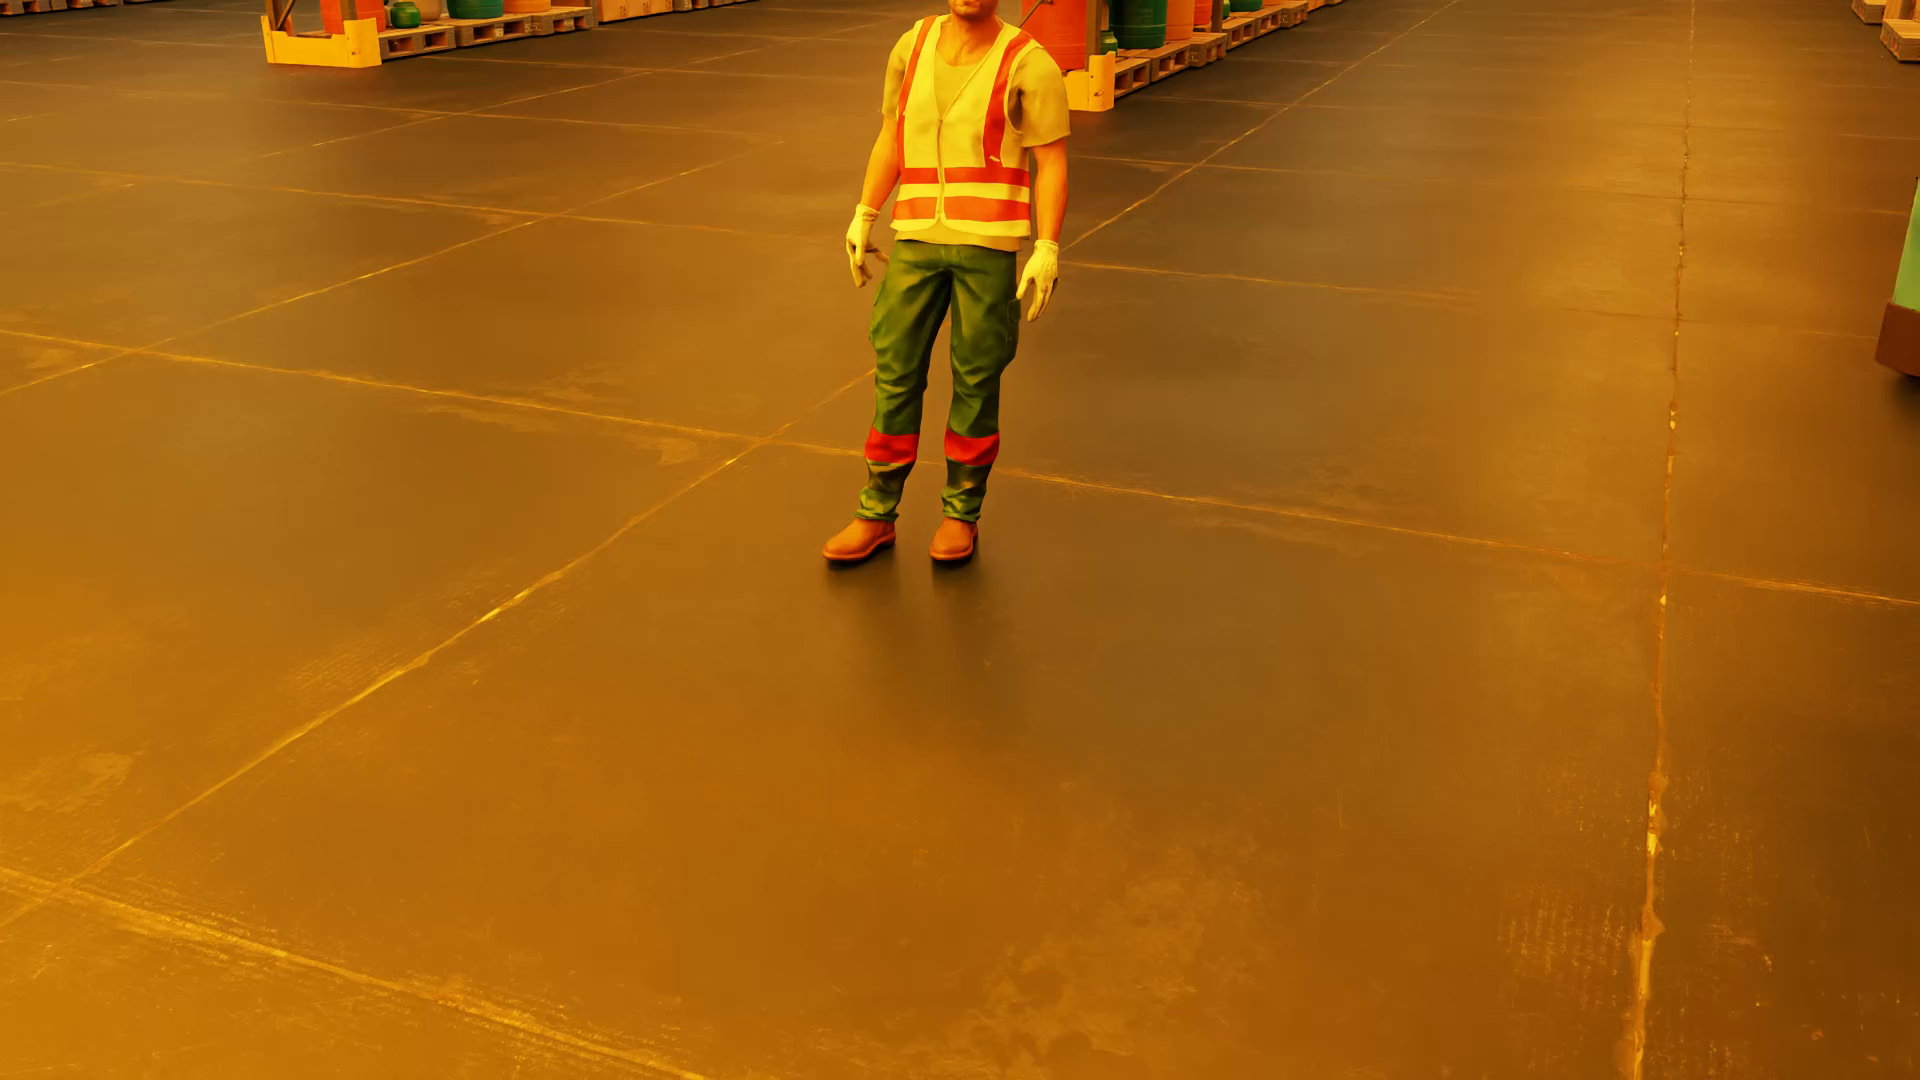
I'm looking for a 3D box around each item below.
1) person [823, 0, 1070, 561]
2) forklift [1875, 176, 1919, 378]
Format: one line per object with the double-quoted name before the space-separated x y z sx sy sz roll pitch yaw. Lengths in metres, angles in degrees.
"person" -0.042 -0.806 4.681 0.637 1.787 0.564 9 24 21
"forklift" 5.209 -1.993 6.061 3.031 2.935 1.130 -7 24 -16
